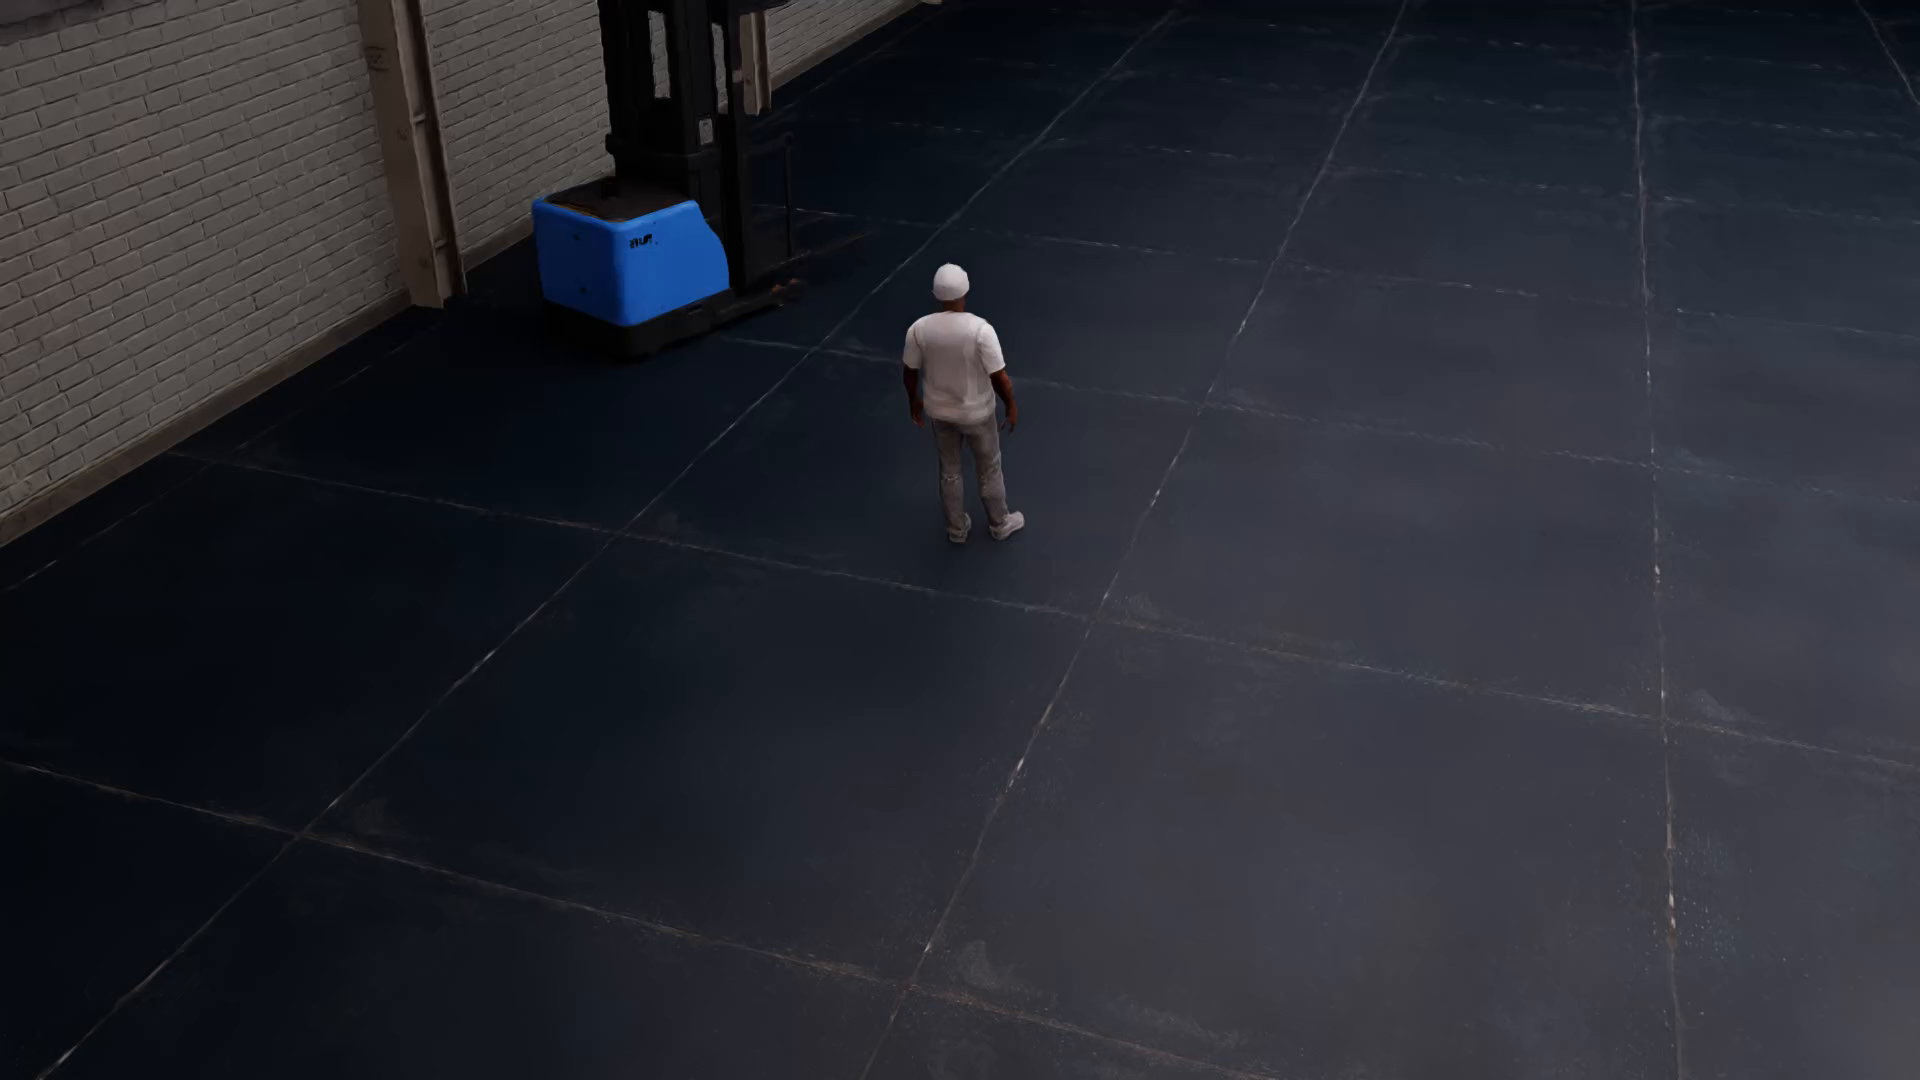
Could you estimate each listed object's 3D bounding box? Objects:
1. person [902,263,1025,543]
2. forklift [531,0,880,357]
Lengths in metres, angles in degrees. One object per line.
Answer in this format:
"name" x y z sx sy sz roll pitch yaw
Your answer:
"person" 0.028 -0.805 9.711 0.665 1.766 0.576 10 31 16
"forklift" -1.900 -3.296 12.918 1.130 2.935 3.031 22 36 33
